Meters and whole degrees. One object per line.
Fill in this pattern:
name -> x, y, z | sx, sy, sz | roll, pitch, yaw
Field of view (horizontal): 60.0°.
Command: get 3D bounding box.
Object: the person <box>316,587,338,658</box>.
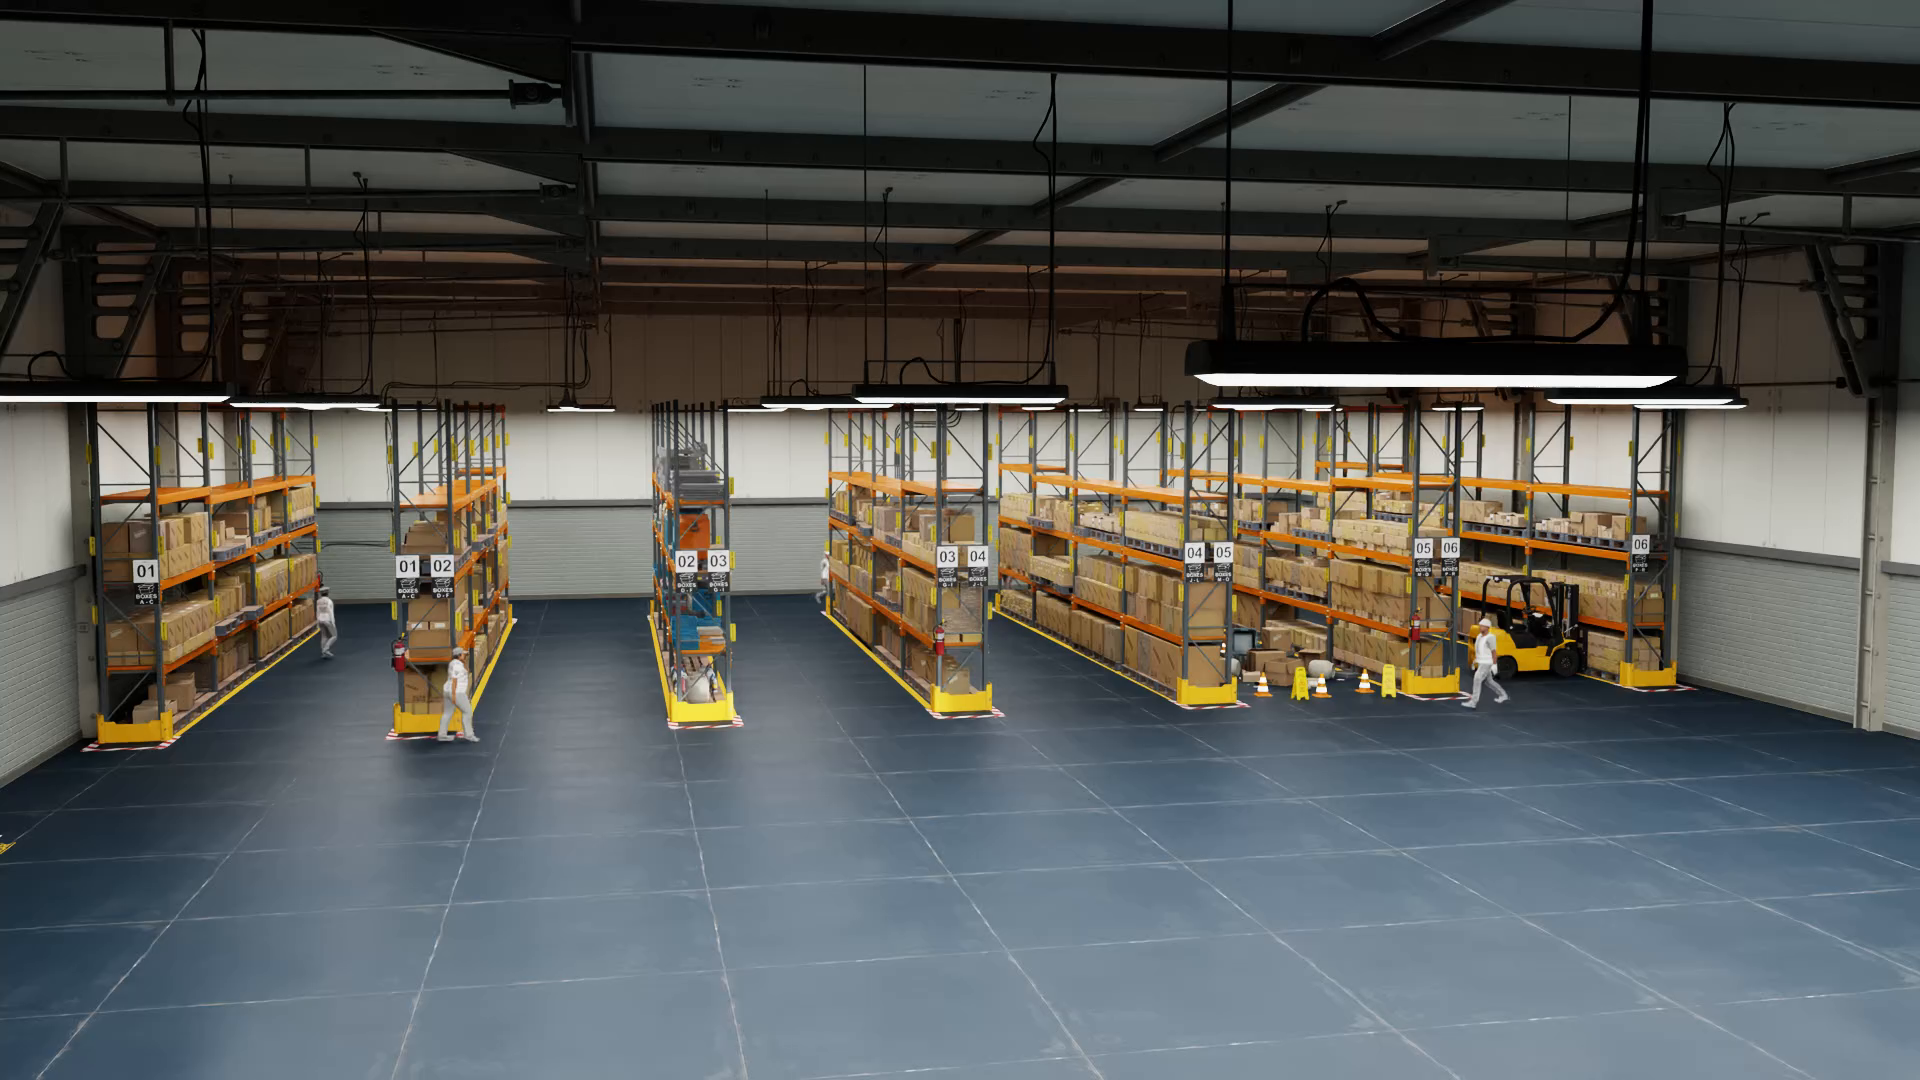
person -> -14.939, 1.945, 39.100 | 0.514, 1.673, 0.457 | 2, 5, 25

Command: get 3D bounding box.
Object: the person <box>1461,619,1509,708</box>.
person -> 10.271, 2.403, 32.473 | 1.065, 1.745, 0.552 | -1, 4, -9

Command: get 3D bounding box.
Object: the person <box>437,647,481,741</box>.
person -> -8.841, 2.719, 29.165 | 0.709, 1.683, 0.493 | -4, 6, -42

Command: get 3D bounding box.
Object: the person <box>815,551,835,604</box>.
person -> -3.975, 1.126, 49.372 | 0.854, 1.746, 0.528 | 2, 5, 27

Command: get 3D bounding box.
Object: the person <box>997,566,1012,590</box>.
person -> 1.448, 0.987, 51.545 | 0.555, 1.651, 1.098 | 2, 5, 24
